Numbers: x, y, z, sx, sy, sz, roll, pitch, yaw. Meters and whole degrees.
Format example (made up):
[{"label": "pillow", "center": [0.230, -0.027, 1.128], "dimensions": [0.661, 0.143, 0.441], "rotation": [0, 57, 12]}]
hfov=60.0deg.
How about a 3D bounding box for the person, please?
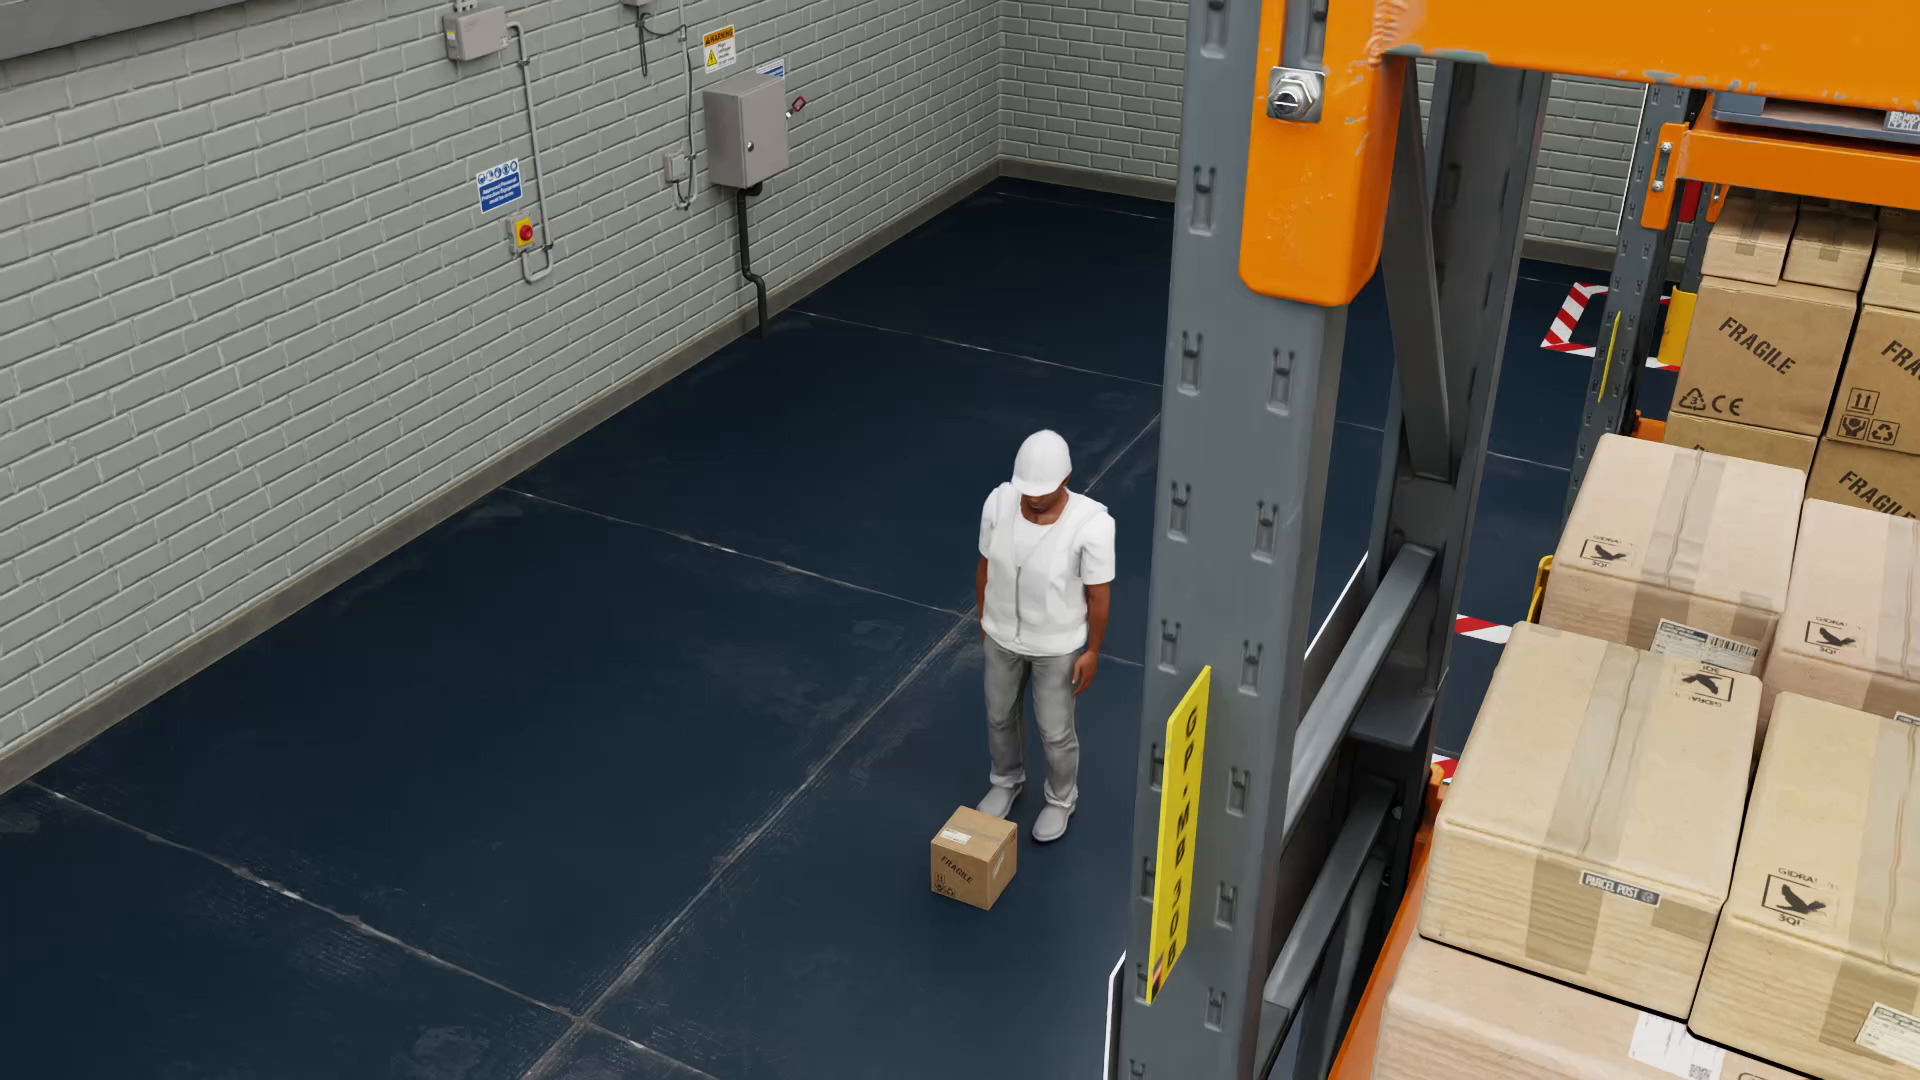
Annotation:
[{"label": "person", "center": [0.308, 0.370, 6.469], "dimensions": [0.567, 1.764, 0.363], "rotation": [15, 33, 24]}]
